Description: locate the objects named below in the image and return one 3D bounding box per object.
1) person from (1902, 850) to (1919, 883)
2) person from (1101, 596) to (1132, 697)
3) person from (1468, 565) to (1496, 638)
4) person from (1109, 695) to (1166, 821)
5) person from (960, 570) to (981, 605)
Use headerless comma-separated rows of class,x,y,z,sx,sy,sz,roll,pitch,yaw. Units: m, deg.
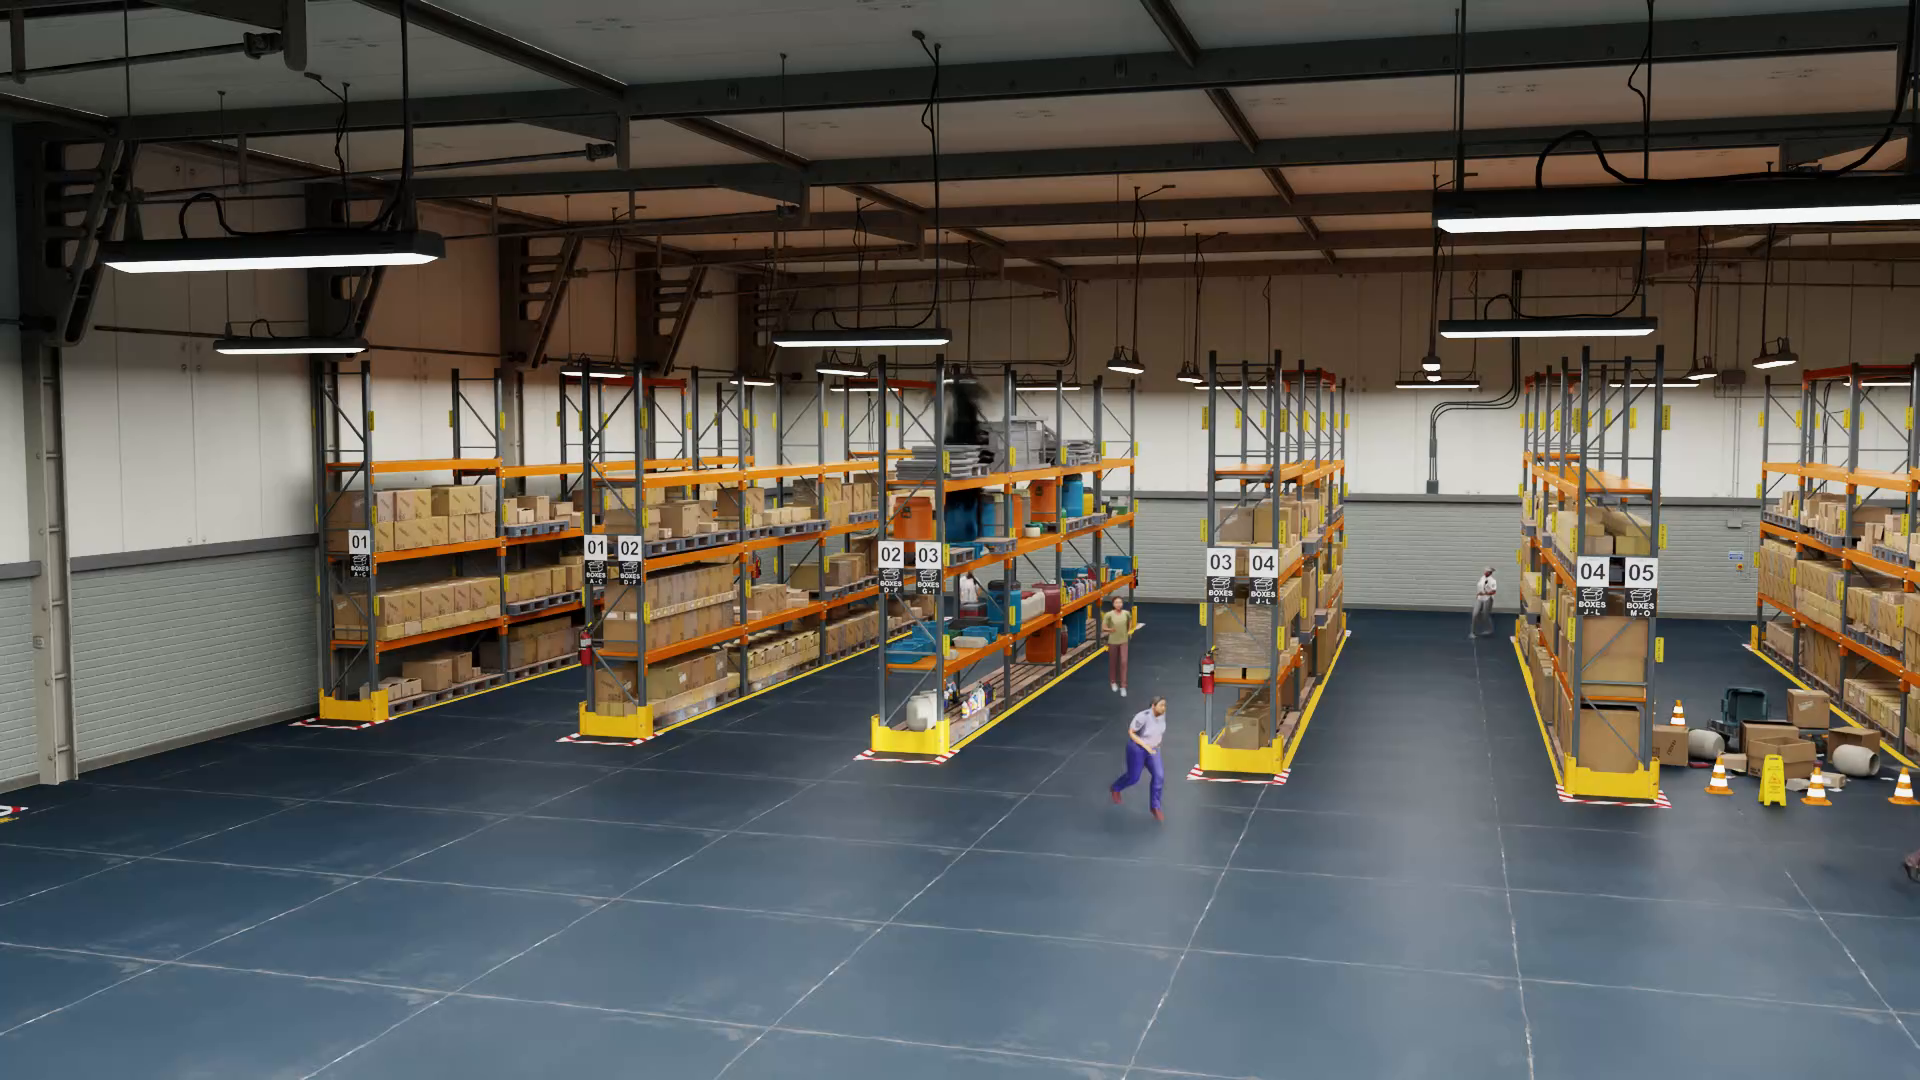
person,10.452,2.952,17.475,0.696,1.680,1.008,-3,5,-34
person,2.730,1.810,28.779,0.576,1.694,0.889,0,4,-4
person,12.178,1.432,38.436,0.771,1.724,0.571,-3,5,-35
person,2.287,2.727,21.218,0.639,1.612,0.973,-3,5,-40
person,0.194,1.436,38.603,0.590,1.636,0.563,0,4,4
